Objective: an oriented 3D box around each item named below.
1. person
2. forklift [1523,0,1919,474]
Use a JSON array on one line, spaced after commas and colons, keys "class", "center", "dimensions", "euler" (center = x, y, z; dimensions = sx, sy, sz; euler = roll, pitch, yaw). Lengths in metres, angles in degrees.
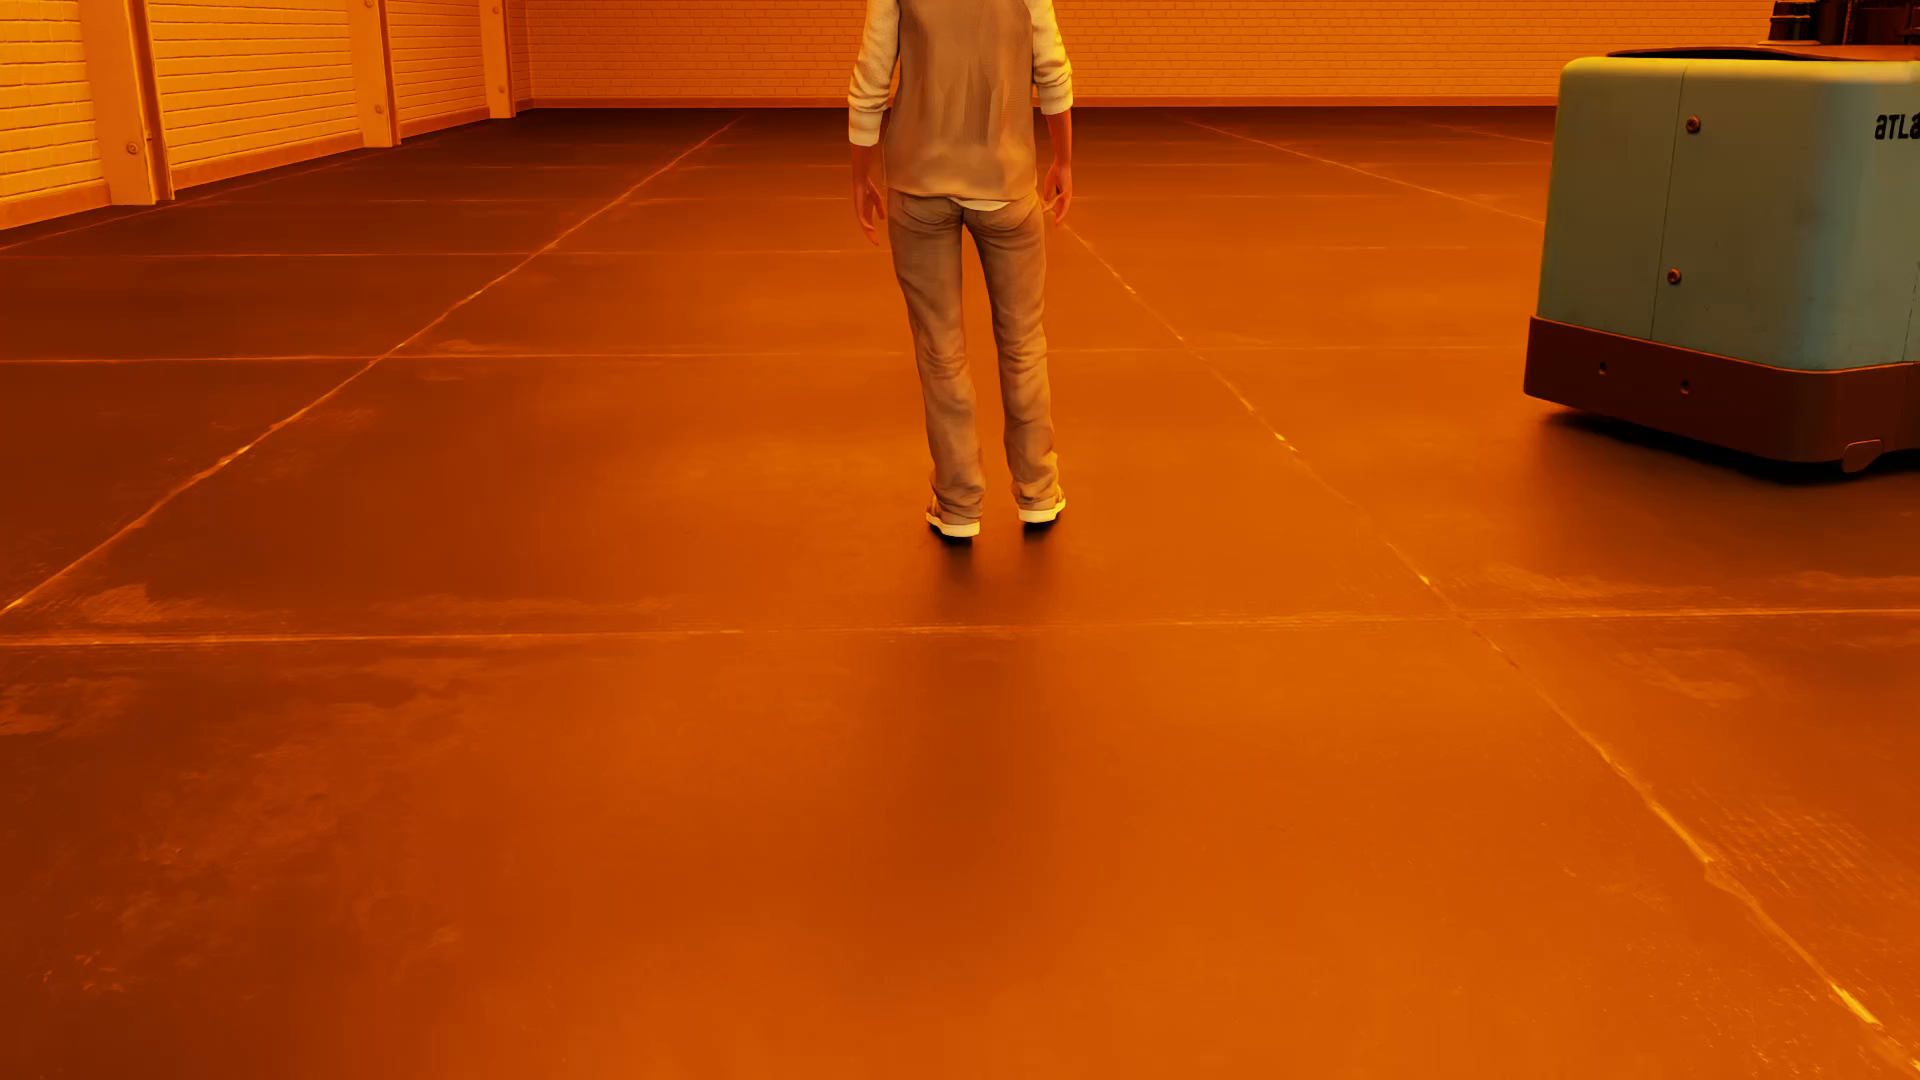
[{"class": "person", "center": [0.010, -0.792, 3.753], "dimensions": [0.520, 1.597, 0.475], "euler": [-1, 17, -3]}, {"class": "forklift", "center": [3.310, -1.847, 4.946], "dimensions": [3.031, 2.935, 1.130], "euler": [-8, 19, -24]}]
